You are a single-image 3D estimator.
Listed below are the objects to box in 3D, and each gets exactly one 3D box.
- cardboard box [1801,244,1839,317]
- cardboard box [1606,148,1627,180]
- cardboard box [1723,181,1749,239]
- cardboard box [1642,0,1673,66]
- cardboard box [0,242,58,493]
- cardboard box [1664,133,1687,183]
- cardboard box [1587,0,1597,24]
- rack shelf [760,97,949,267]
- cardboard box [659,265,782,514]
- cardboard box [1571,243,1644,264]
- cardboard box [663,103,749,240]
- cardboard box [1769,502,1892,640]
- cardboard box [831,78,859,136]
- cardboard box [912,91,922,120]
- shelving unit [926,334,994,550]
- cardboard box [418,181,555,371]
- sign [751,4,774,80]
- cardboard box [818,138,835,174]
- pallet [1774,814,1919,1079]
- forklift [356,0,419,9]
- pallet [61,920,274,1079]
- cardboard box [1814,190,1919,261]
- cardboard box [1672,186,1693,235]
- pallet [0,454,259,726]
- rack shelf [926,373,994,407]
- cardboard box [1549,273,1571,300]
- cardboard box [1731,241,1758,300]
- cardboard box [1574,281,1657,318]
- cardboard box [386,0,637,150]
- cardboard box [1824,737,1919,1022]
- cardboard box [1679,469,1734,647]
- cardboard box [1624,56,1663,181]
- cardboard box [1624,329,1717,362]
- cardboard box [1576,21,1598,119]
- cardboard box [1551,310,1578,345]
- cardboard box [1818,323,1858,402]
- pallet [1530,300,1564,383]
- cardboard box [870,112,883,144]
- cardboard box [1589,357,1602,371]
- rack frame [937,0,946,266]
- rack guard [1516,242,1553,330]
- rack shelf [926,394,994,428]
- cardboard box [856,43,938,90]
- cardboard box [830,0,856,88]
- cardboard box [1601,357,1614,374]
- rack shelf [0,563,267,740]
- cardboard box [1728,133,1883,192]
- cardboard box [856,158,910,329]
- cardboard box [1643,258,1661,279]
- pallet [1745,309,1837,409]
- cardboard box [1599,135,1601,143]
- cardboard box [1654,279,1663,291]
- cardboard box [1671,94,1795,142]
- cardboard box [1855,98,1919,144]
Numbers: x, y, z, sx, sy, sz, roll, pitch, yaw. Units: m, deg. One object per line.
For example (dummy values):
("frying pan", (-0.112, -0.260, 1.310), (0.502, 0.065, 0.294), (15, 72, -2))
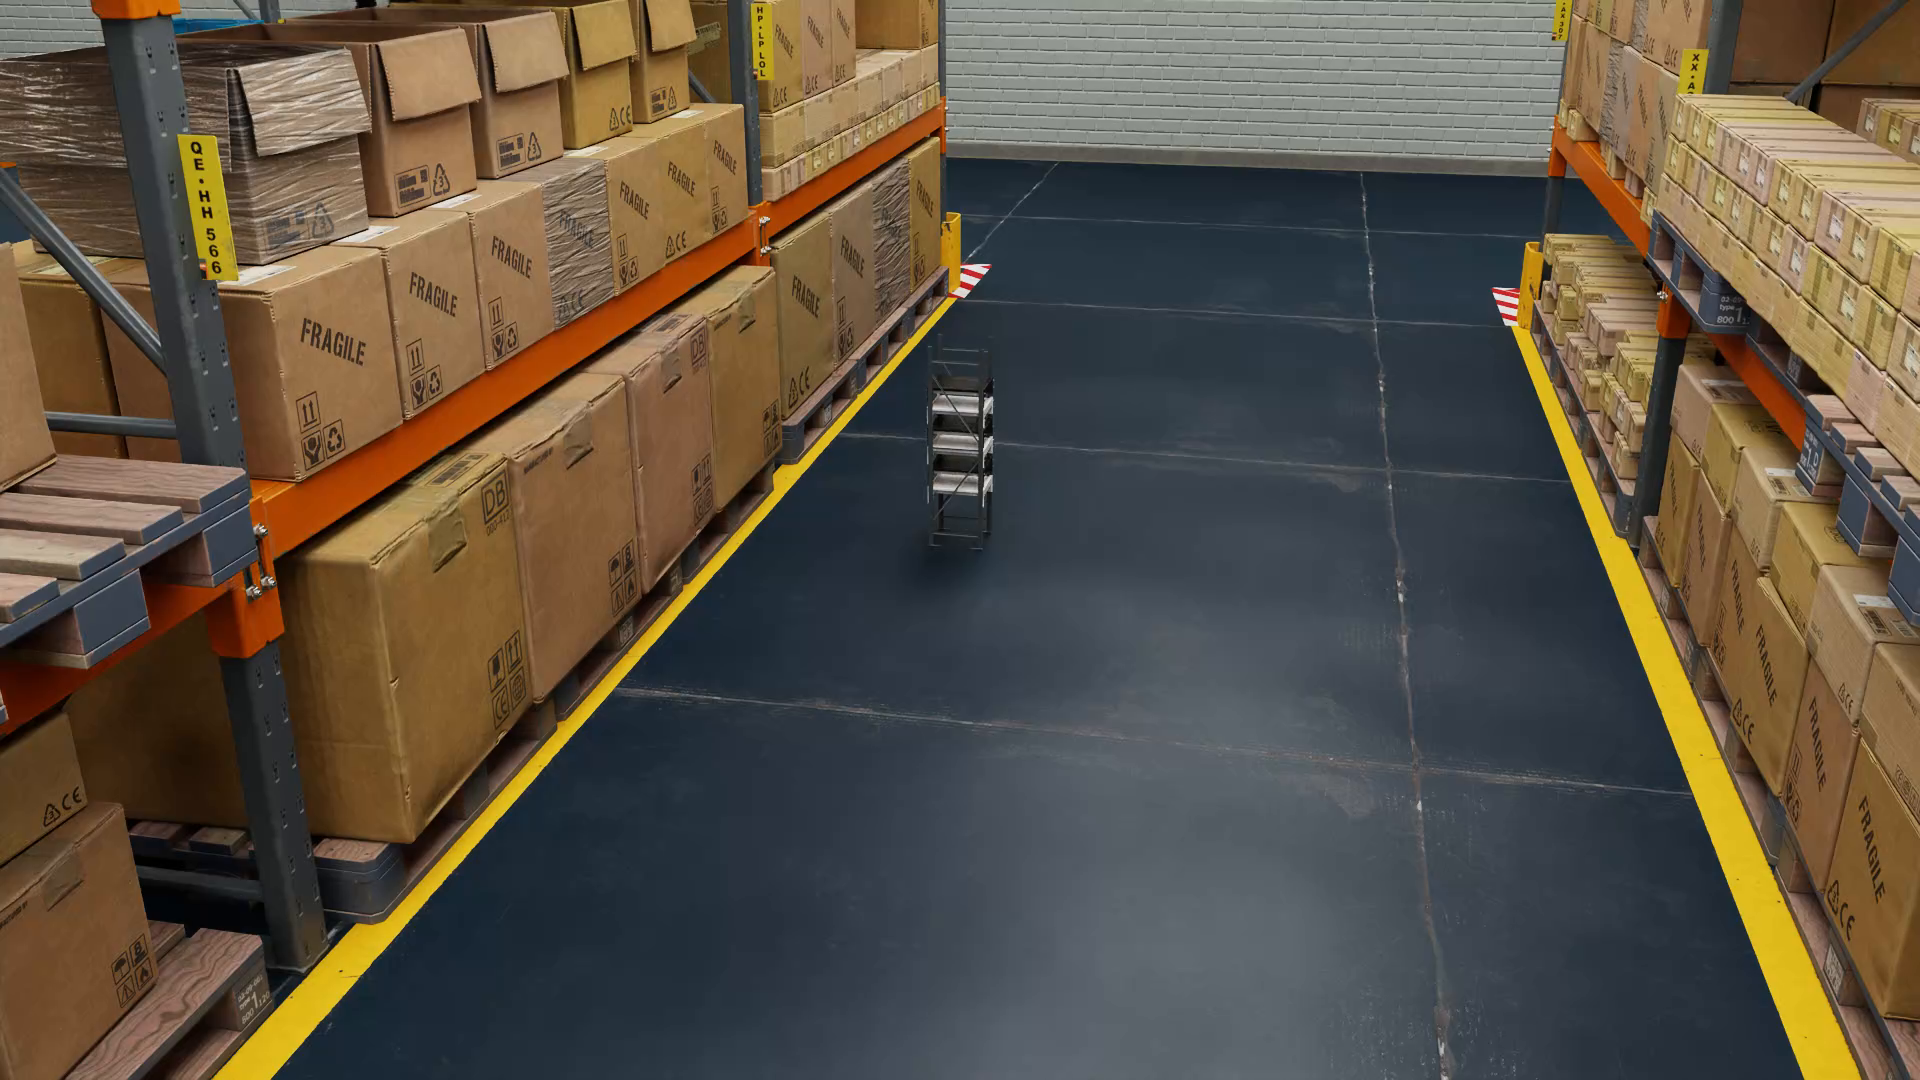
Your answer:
("cardboard box", (2.470, -0.677, 4.394), (0.380, 0.149, 0.250), (4, 22, 11))
("cardboard box", (3.500, -1.914, 8.428), (0.380, 0.149, 0.250), (5, 22, 12))
("cardboard box", (2.683, -1.055, 5.334), (0.380, 0.149, 0.250), (5, 23, 13))
("cardboard box", (3.354, -2.361, 7.331), (0.500, 0.500, 0.500), (4, 22, 9))
("cardboard box", (-2.300, -0.324, 3.447), (0.500, 0.500, 0.500), (2, 22, 4))
("cardboard box", (2.892, -1.439, 6.286), (0.380, 0.149, 0.250), (5, 22, 12))
("cardboard box", (3.790, -3.113, 9.198), (0.500, 0.500, 0.500), (5, 22, 12))
("rack shelf", (-1.005, -2.144, 9.625), (1.077, 0.370, 4.000), (4, 22, 11))
("cardboard box", (-1.524, -0.720, 7.408), (1.225, 0.875, 0.875), (5, 22, 11))
("cardboard box", (3.861, -1.667, 9.935), (0.380, 0.149, 0.250), (5, 22, 12))
("cardboard box", (-1.241, -1.601, 7.179), (0.500, 0.500, 0.500), (5, 22, 11))
("cardboard box", (2.701, 0.108, 4.850), (0.500, 0.250, 0.500), (5, 22, 12))
("cardboard box", (-0.854, -2.338, 8.946), (0.500, 0.250, 0.500), (5, 22, 12))
("cardboard box", (-0.451, -2.750, 10.503), (0.380, 0.149, 0.250), (5, 22, 11))
("shelving unit", (0.002, -0.420, 7.193), (0.258, 0.900, 0.210), (4, 22, 11))
("cardboard box", (-1.659, -0.863, 5.348), (0.500, 0.500, 0.500), (4, 22, 10))
("sign", (-0.879, -2.209, 7.379), (0.100, 0.325, 0.005), (4, 22, 11))
("cardboard box", (-0.868, -2.001, 8.644), (0.380, 0.149, 0.250), (4, 22, 9))
("pallet", (2.767, 1.139, 4.242), (1.003, 0.211, 1.213), (4, 22, 11))
("forklift", (-3.053, -2.453, 9.521), (1.130, 2.935, 3.031), (7, 23, 17))
("pallet", (-2.390, 1.296, 3.854), (1.003, 0.211, 1.213), (4, 22, 11))
("cardboard box", (2.470, -0.810, 4.327), (0.380, 0.149, 0.250), (4, 22, 11))
("cardboard box", (2.841, -1.199, 6.089), (0.380, 0.149, 0.250), (5, 22, 12))
("pallet", (-2.270, 0.074, 3.411), (1.213, 0.211, 1.003), (4, 22, 11))
("rack shelf", (0.002, -0.640, 7.104), (0.258, 0.077, 0.200), (4, 22, 11))
("cardboard box", (3.769, -1.537, 10.010), (0.380, 0.149, 0.250), (4, 22, 11))
("cardboard box", (2.630, -0.823, 5.155), (0.380, 0.149, 0.250), (4, 22, 10))
("cardboard box", (3.550, -1.294, 9.009), (0.380, 0.149, 0.250), (5, 22, 12))
("cardboard box", (-1.686, -1.774, 6.266), (0.797, 0.503, 0.637), (5, 22, 12))
("cardboard box", (2.484, 0.836, 4.047), (0.500, 0.500, 0.500), (4, 22, 11))
("cardboard box", (2.906, 0.077, 5.931), (0.500, 0.500, 0.500), (5, 23, 13))
("cardboard box", (3.352, -1.904, 7.534), (0.500, 0.500, 0.500), (4, 22, 9))
("cardboard box", (3.427, -0.907, 8.047), (0.380, 0.149, 0.250), (5, 23, 13))
("cardboard box", (3.792, -2.638, 9.356), (0.500, 0.500, 0.500), (5, 22, 11))
("cardboard box", (3.642, -1.221, 9.624), (0.380, 0.149, 0.250), (5, 22, 12))
("cardboard box", (2.416, -0.438, 4.199), (0.380, 0.149, 0.250), (4, 22, 10))
("pallet", (4.023, -1.178, 9.997), (1.003, 0.211, 1.213), (4, 22, 11))
("cardboard box", (-0.659, -2.378, 9.580), (0.380, 0.149, 0.250), (5, 22, 12))
("cardboard box", (3.499, -0.842, 8.683), (0.380, 0.149, 0.250), (5, 22, 12))
("rack frame", (-0.596, -3.209, 11.307), (1.000, 3.000, 0.127), (4, 22, 11))
("rack guard", (4.223, -1.607, 10.674), (1.175, 0.500, 0.348), (4, 22, 11))
("rack shelf", (0.002, -0.556, 7.138), (0.258, 0.077, 0.200), (4, 22, 11))
("cardboard box", (-0.436, -3.080, 10.789), (0.500, 0.250, 0.500), (4, 22, 10))
("cardboard box", (-0.855, -2.688, 8.812), (0.500, 0.500, 0.500), (4, 22, 9))
("cardboard box", (3.436, -0.859, 8.328), (0.380, 0.149, 0.250), (5, 22, 12))
("rack shelf", (-2.637, 0.782, 2.360), (1.077, 0.370, 4.000), (4, 22, 11))
("cardboard box", (2.681, -1.196, 5.285), (0.380, 0.149, 0.250), (4, 22, 10))
("cardboard box", (-0.834, -1.845, 10.203), (0.875, 0.875, 0.875), (4, 22, 11))
("cardboard box", (4.271, -1.642, 9.873), (0.380, 0.149, 0.250), (5, 22, 12))
("pallet", (2.970, -0.506, 4.853), (1.003, 0.211, 1.213), (4, 22, 11))
("cardboard box", (3.814, -2.288, 9.357), (0.380, 0.149, 0.250), (6, 23, 13))
("cardboard box", (4.304, -1.498, 9.914), (0.380, 0.149, 0.250), (4, 22, 10))
("cardboard box", (2.892, -1.576, 6.231), (0.380, 0.149, 0.250), (6, 23, 14))
("cardboard box", (3.532, -1.524, 6.100), (0.380, 0.149, 0.250), (5, 23, 13))
